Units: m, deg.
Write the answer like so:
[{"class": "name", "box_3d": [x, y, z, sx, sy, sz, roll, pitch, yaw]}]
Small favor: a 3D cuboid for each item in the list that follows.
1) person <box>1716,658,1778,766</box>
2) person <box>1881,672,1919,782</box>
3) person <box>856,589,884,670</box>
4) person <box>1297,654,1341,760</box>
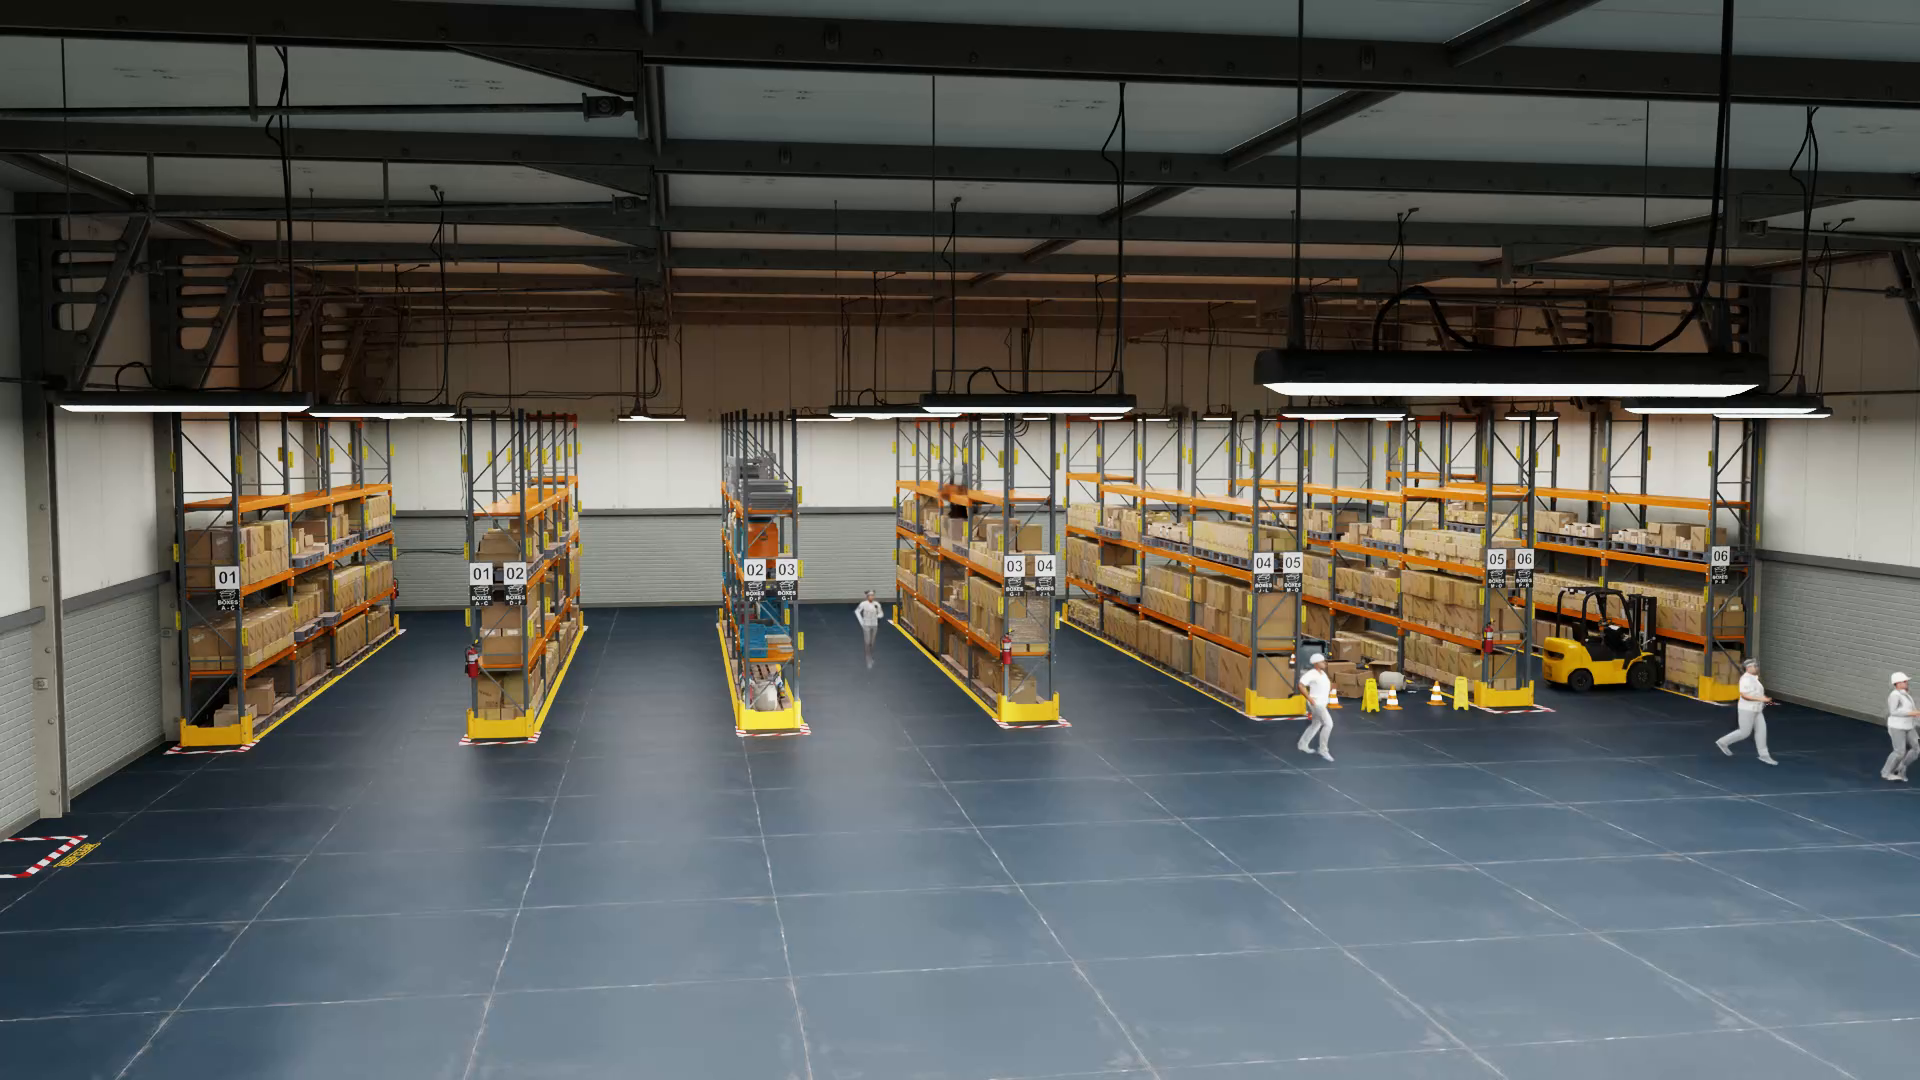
[{"class": "person", "box_3d": [13.320, 2.872, 28.083, 0.976, 1.792, 0.661, 4, 5, 42]}, {"class": "person", "box_3d": [15.058, 2.999, 26.495, 0.641, 1.772, 0.651, -3, 5, -35]}, {"class": "person", "box_3d": [-2.018, 1.991, 37.475, 0.601, 1.786, 0.654, -1, 4, -17]}, {"class": "person", "box_3d": [6.142, 2.858, 28.517, 0.722, 1.830, 0.675, 2, 4, 25]}]
